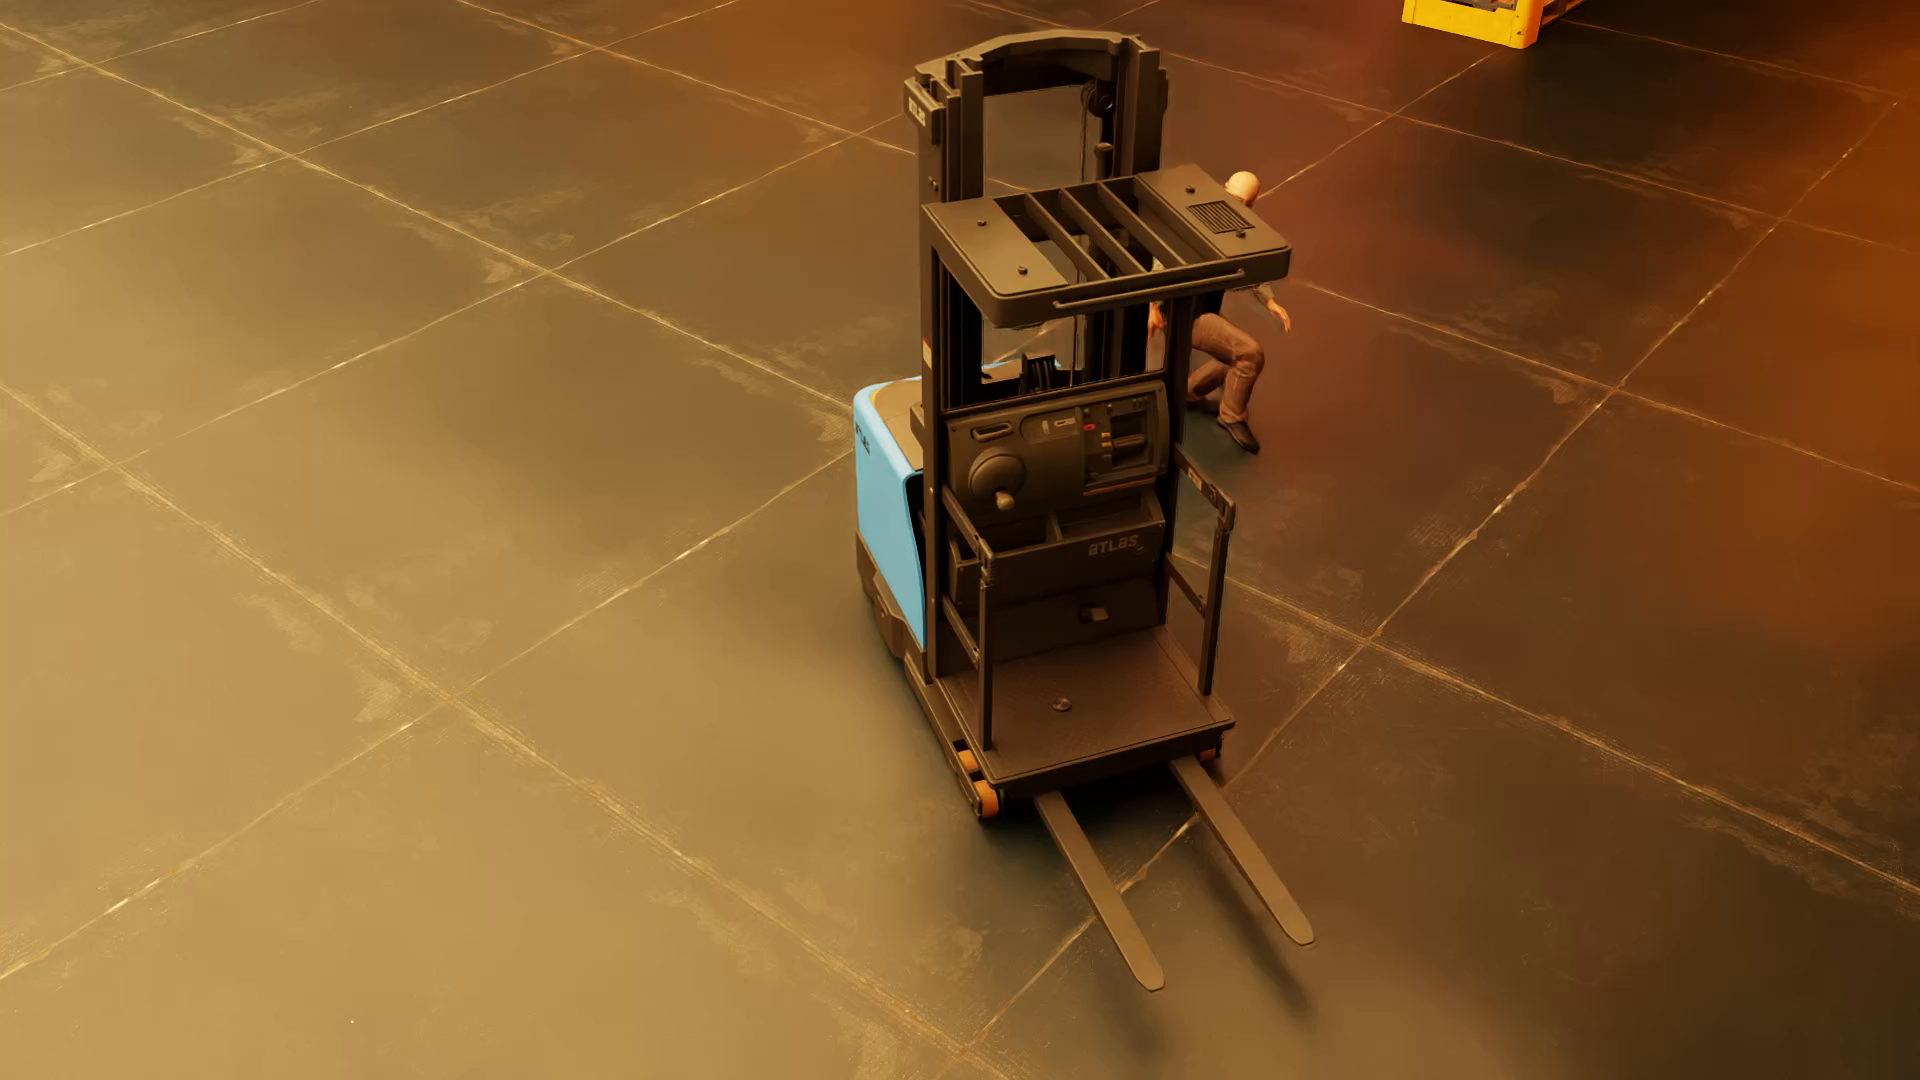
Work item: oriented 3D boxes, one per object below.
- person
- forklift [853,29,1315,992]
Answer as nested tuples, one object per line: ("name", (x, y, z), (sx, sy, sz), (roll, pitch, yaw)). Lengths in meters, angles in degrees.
("person", (1.396, -1.217, 8.928), (0.723, 1.516, 0.750), (15, 39, 20))
("forklift", (0.474, -0.302, 6.430), (1.130, 2.935, 3.031), (-12, 38, -16))
